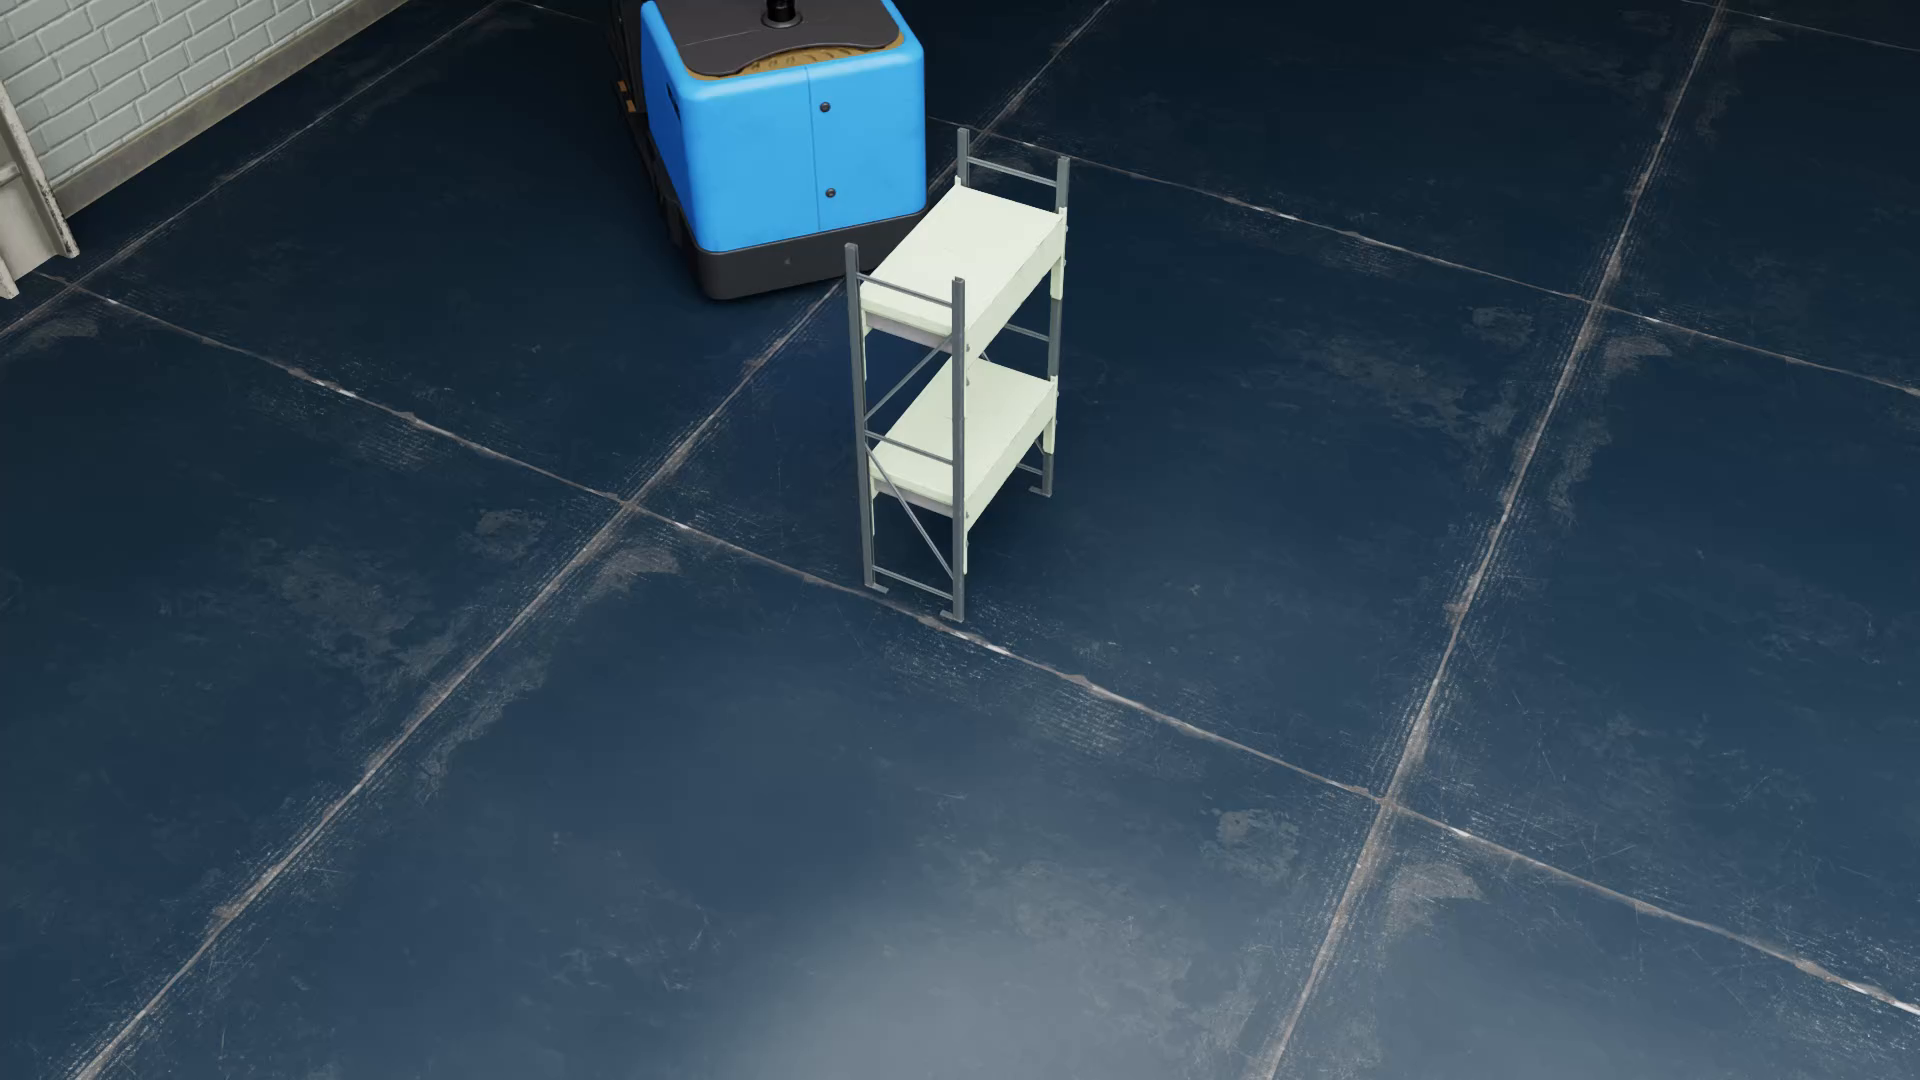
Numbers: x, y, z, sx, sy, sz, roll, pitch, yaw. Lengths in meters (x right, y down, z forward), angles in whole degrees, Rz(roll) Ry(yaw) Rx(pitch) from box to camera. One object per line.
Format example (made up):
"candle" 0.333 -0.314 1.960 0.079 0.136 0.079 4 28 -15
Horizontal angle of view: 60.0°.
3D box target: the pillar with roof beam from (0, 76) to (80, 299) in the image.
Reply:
"pillar with roof beam" -0.399 -2.973 2.861 9.100 9.000 0.400 20 49 19

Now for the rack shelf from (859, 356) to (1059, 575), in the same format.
"rack shelf" 0.003 -0.302 5.953 0.431 0.370 0.720 20 49 19

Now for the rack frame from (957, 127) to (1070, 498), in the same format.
"rack frame" 0.173 -0.762 5.949 0.400 1.500 0.023 20 49 19

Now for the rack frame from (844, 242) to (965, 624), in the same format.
"rack frame" -0.167 -0.301 5.493 0.400 1.500 0.023 20 49 19

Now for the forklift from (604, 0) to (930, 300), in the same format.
"forklift" -1.103 -3.133 7.286 1.130 2.935 3.031 -14 47 -14

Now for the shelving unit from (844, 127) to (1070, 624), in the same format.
"shelving unit" 0.003 -0.531 5.721 0.431 1.500 0.755 20 49 19

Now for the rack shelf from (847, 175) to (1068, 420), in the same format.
"rack shelf" 0.003 -0.806 5.443 0.431 0.370 0.720 20 49 19
